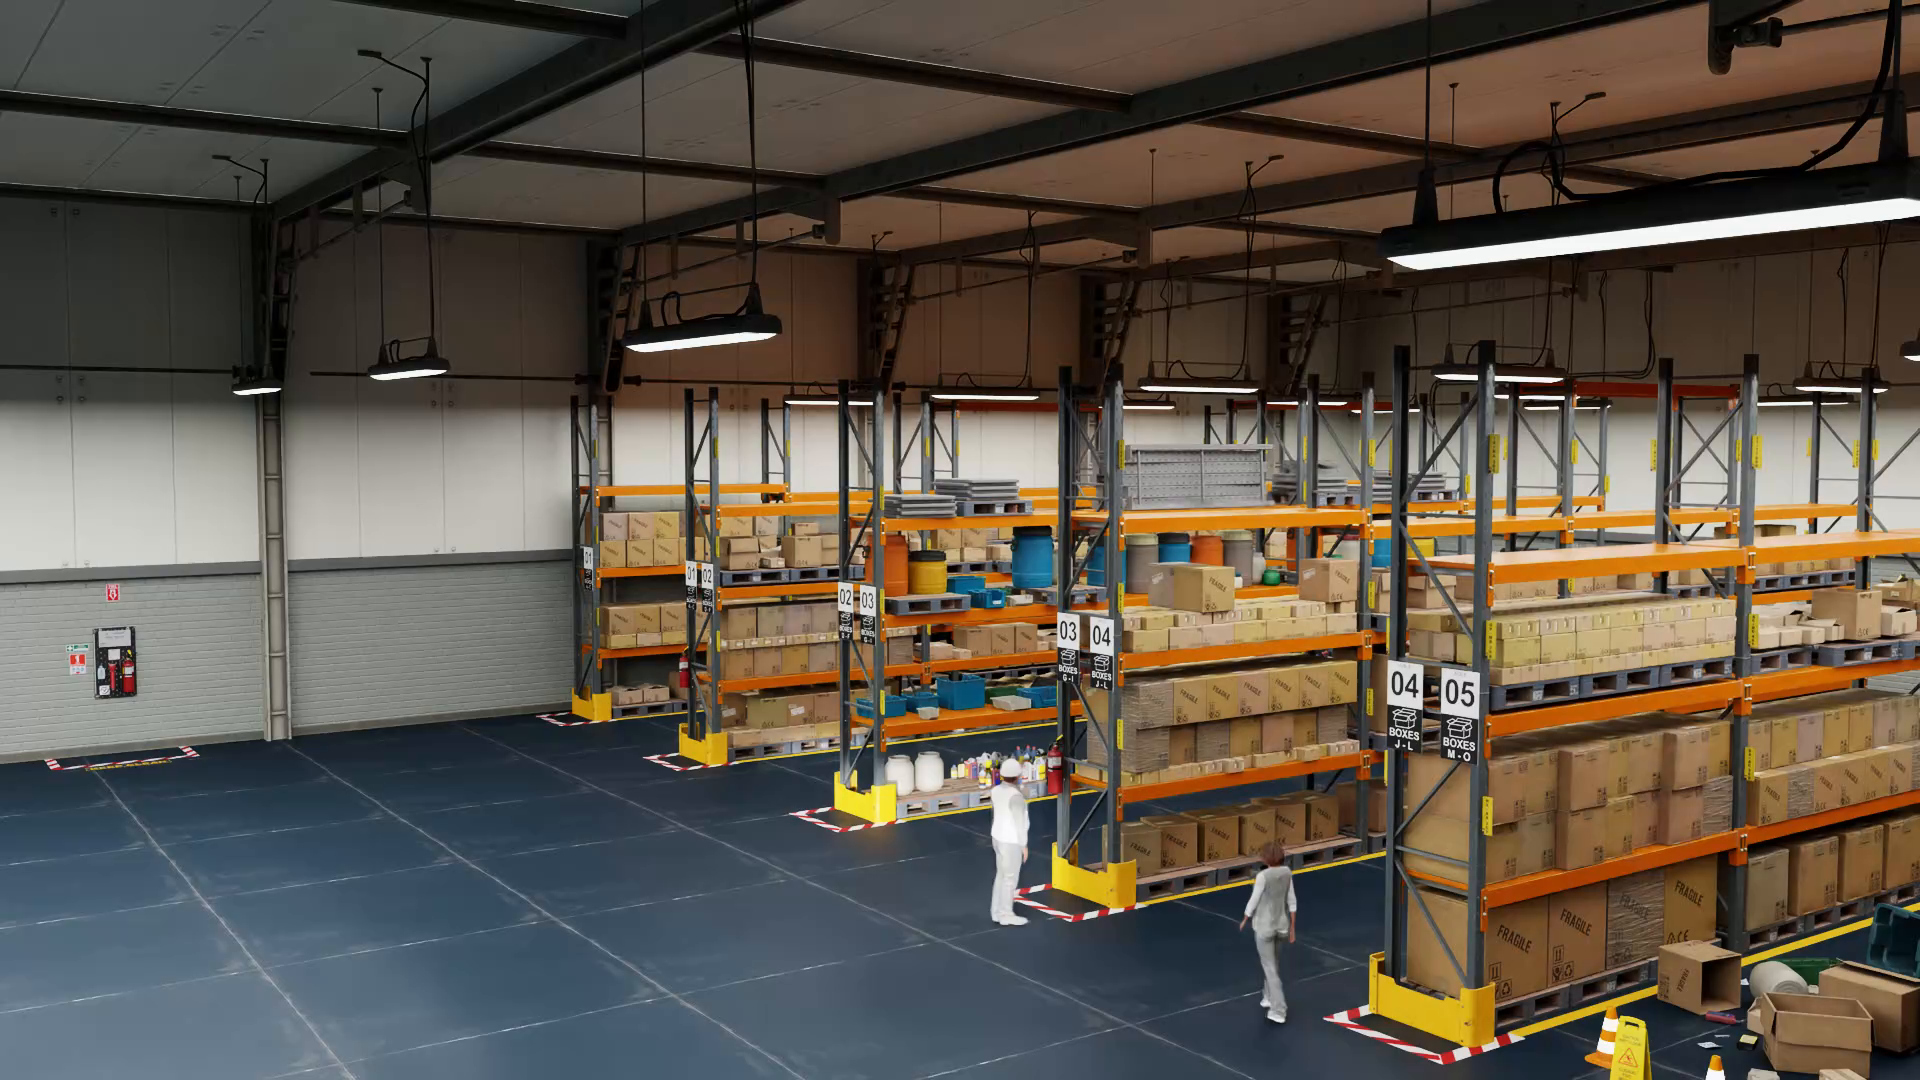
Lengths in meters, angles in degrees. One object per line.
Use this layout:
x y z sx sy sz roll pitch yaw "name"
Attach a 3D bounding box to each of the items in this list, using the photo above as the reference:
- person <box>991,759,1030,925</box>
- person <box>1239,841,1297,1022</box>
0.540 3.205 17.705 0.372 1.774 0.560 -1 4 -16 "person"
2.756 3.478 14.858 0.446 1.621 0.644 -2 4 -24 "person"
